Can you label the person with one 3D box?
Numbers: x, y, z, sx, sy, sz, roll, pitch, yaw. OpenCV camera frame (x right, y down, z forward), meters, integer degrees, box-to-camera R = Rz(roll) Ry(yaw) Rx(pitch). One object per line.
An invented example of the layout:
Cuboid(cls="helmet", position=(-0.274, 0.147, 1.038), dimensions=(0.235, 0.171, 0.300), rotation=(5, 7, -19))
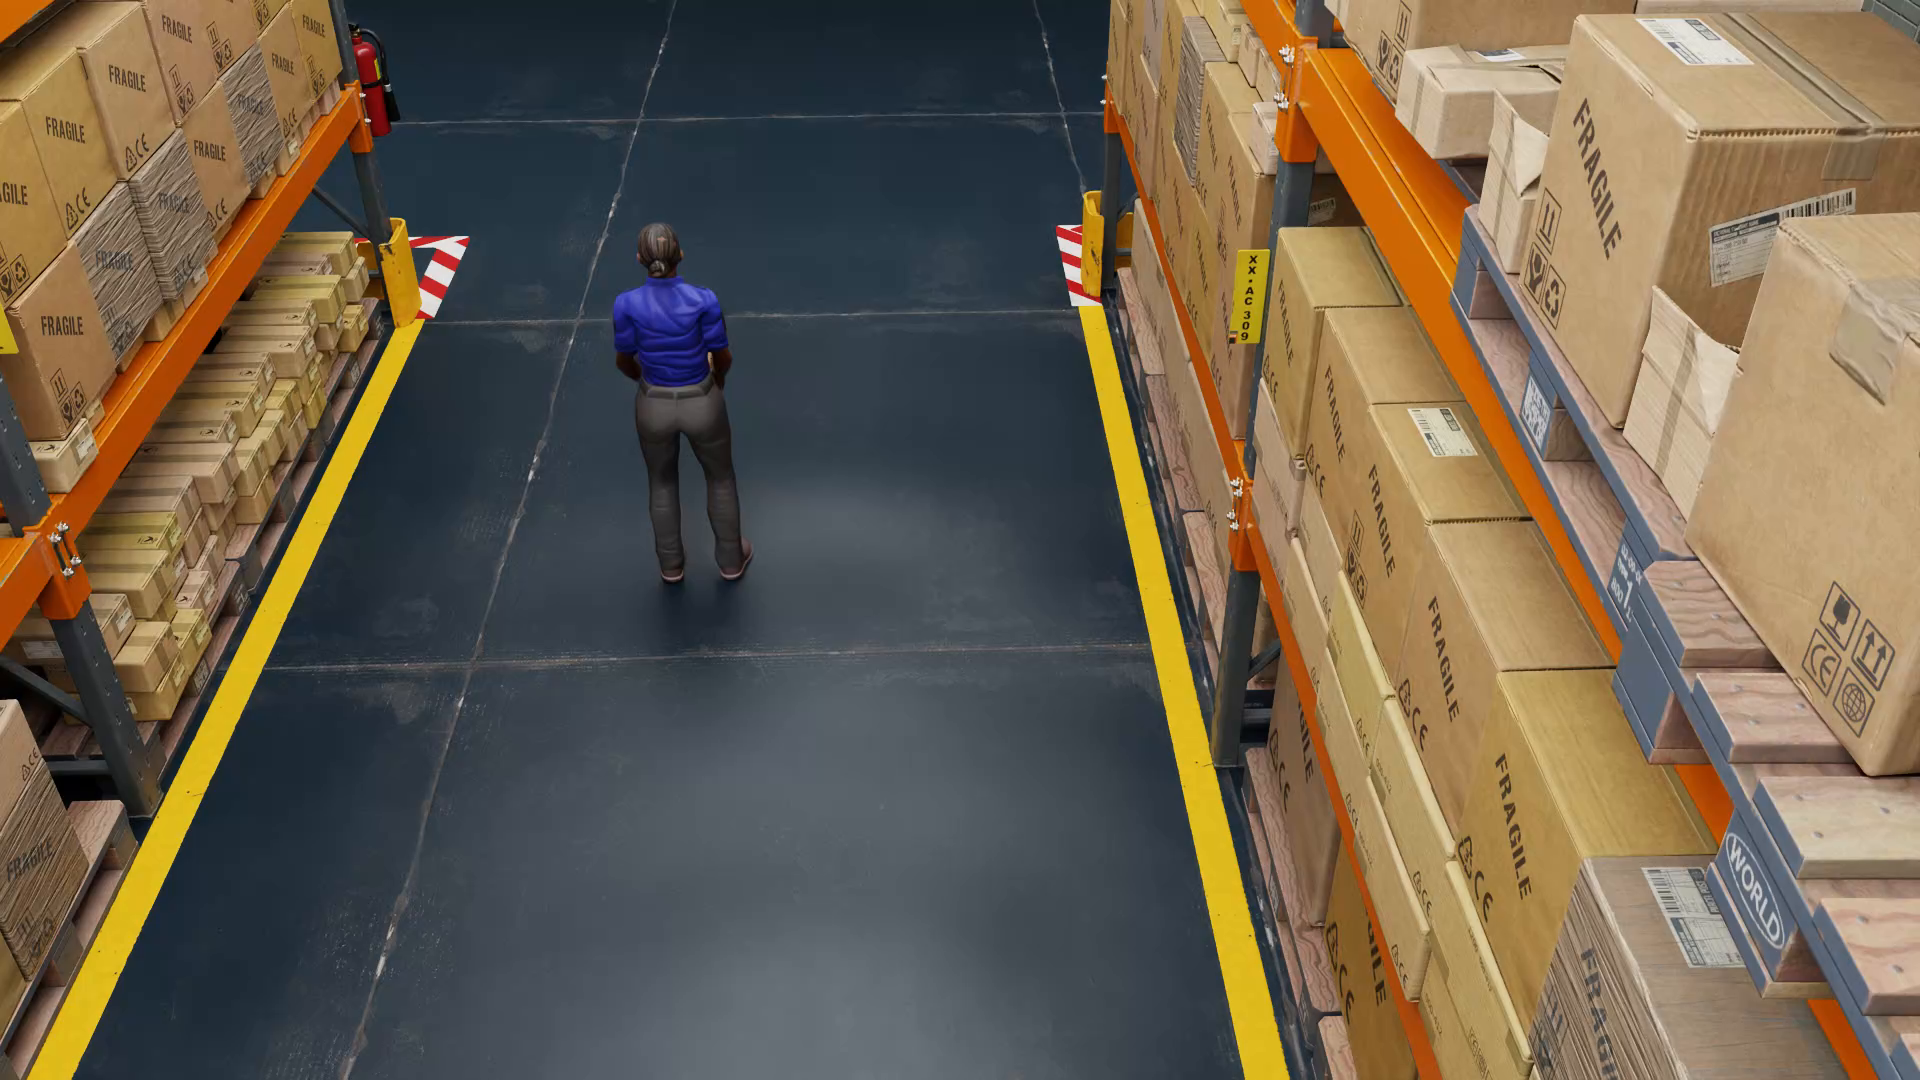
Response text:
Cuboid(cls="person", position=(-1.165, -0.571, 6.945), dimensions=(0.479, 1.663, 0.405), rotation=(-2, 35, -3))
